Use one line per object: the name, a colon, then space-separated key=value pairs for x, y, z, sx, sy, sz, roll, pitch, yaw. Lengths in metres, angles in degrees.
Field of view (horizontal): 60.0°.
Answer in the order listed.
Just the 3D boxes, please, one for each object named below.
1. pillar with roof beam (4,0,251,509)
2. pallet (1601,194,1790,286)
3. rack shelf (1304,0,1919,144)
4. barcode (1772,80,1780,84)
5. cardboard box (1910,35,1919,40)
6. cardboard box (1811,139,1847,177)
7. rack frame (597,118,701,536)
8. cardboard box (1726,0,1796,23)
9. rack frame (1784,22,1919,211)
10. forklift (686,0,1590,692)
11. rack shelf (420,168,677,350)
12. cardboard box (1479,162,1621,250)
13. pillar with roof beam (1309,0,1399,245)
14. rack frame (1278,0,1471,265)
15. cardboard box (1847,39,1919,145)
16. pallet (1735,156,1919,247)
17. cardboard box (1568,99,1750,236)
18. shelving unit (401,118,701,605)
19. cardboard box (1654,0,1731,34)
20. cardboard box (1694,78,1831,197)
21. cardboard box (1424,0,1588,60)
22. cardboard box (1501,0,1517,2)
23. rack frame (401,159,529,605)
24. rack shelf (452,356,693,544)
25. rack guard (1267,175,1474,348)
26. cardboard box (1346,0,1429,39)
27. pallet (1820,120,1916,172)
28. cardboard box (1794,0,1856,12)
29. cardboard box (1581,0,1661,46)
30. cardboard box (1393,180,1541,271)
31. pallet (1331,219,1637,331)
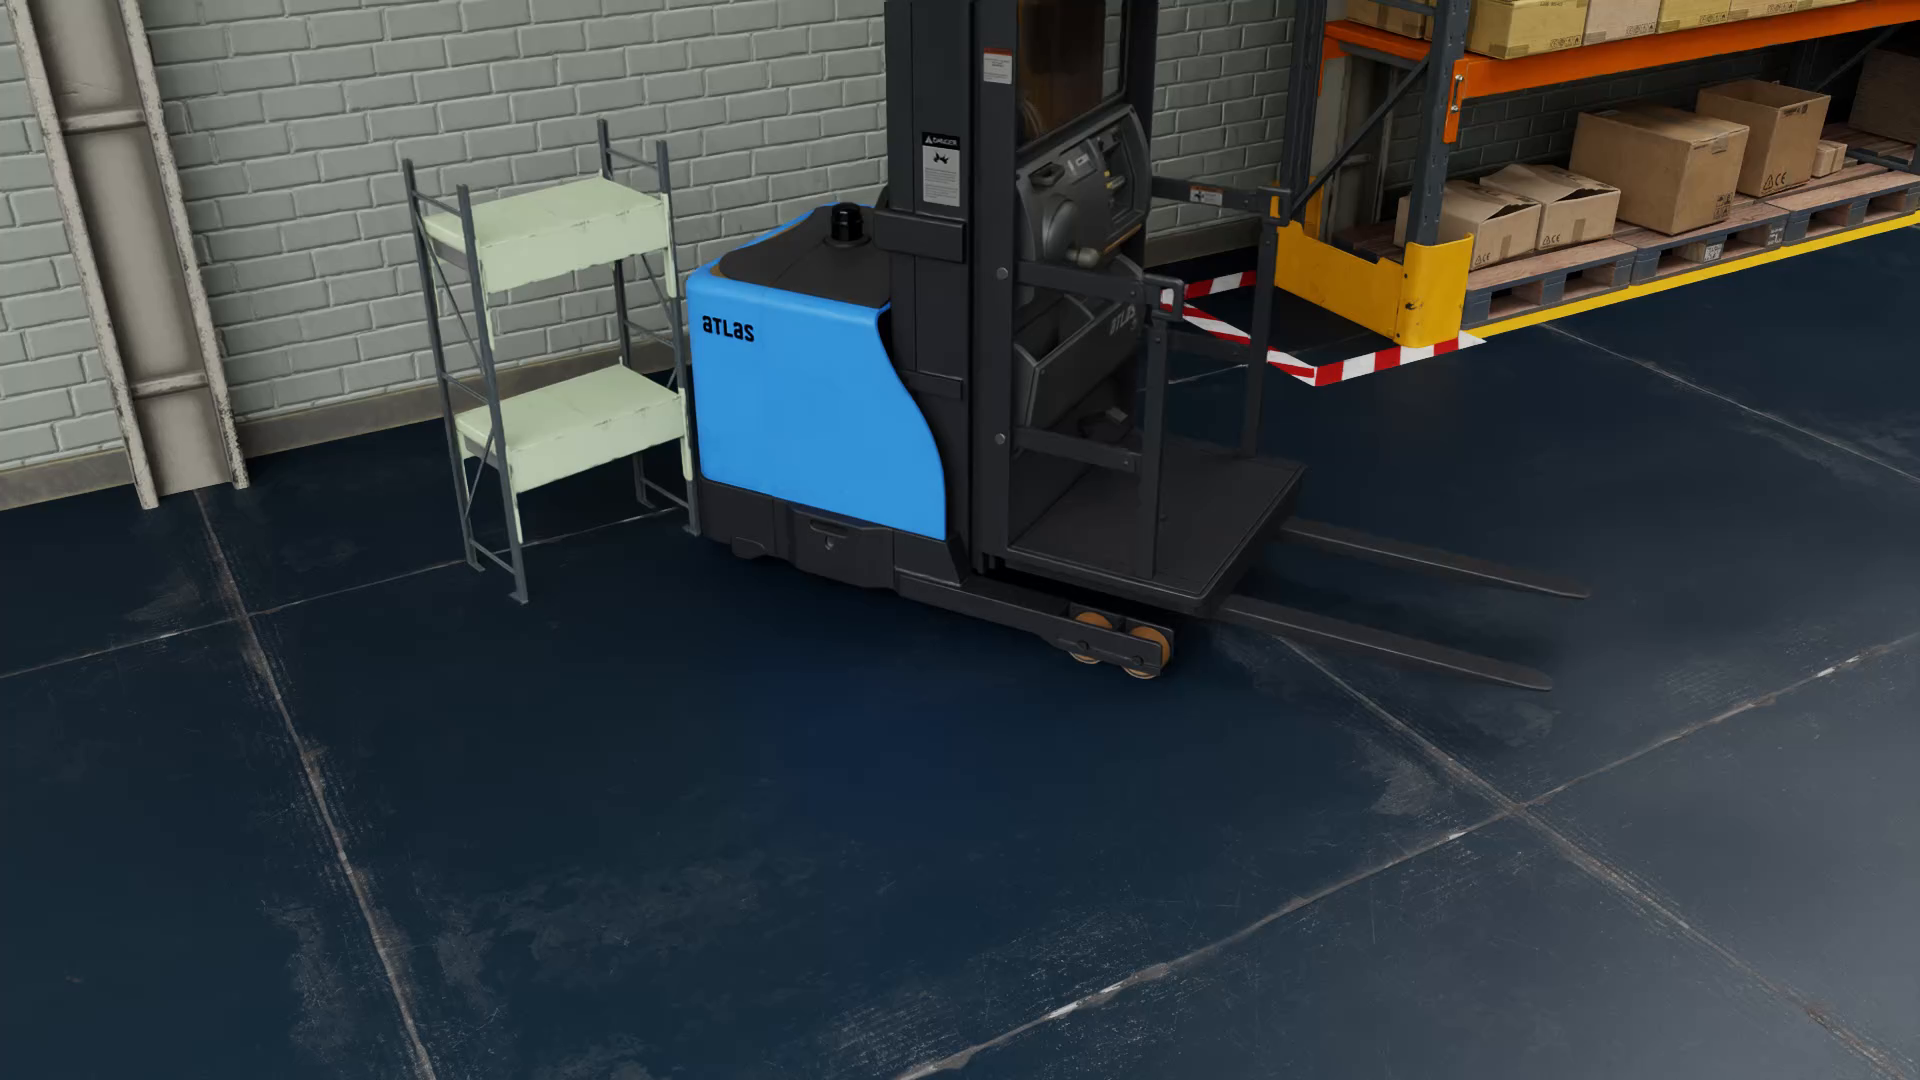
pillar with roof beam: x=-0.899 y=-2.376 z=1.243 sx=0.400 sy=9.000 sz=9.100 roll=-16 pitch=33 yaw=-26
pallet: x=3.762 y=-1.759 z=9.219 sx=1.213 sy=0.211 sz=1.003 roll=-16 pitch=33 yaw=-26
rack shelf: x=3.652 y=-2.655 z=8.701 sx=4.000 sy=0.370 sz=1.077 roll=-16 pitch=33 yaw=-26
barcode: x=4.789 y=-2.666 z=9.776 sx=0.075 sy=0.075 sz=0.001 roll=-16 pitch=33 yaw=-26
cardboard box: x=6.423 y=-2.892 z=10.518 sx=0.500 sy=0.500 sz=0.700 roll=-17 pitch=33 yaw=-27
cardboard box: x=4.930 y=-2.268 z=9.732 sx=0.250 sy=0.166 sz=0.380 roll=-21 pitch=35 yaw=-33
rack frame: x=-1.125 y=-0.745 z=6.047 sx=0.023 sy=1.500 sz=0.400 roll=-24 pitch=37 yaw=-37
cardboard box: x=3.829 y=-2.789 z=8.333 sx=0.500 sy=0.250 sz=0.500 roll=-16 pitch=32 yaw=-26
rack frame: x=5.376 y=-3.459 z=9.414 sx=0.127 sy=3.000 sz=1.000 roll=-16 pitch=33 yaw=-26
forklift: x=0.587 y=-1.124 z=5.253 sx=3.031 sy=2.935 sz=1.130 roll=14 pitch=32 yaw=24
rack shelf: x=-1.393 y=-0.966 z=5.641 sx=0.720 sy=0.370 sz=0.431 roll=-24 pitch=37 yaw=-37
cardboard box: x=3.061 y=-1.767 z=8.675 sx=0.500 sy=0.311 sz=0.500 roll=-13 pitch=31 yaw=-22
pillar with roof beam: x=4.274 y=-3.845 z=3.904 sx=0.400 sy=9.000 sz=9.100 roll=-16 pitch=33 yaw=-26
rack frame: x=1.928 y=-2.480 z=7.640 sx=0.127 sy=3.000 sz=1.000 roll=-16 pitch=33 yaw=-26
cardboard box: x=6.003 y=-2.745 z=10.251 sx=0.500 sy=0.500 sz=0.700 roll=-15 pitch=32 yaw=-25
pallet: x=4.815 y=-2.059 z=9.763 sx=1.213 sy=0.211 sz=1.003 roll=-16 pitch=33 yaw=-26
cardboard box: x=3.719 y=-2.009 z=8.917 sx=0.500 sy=0.500 sz=0.700 roll=-18 pitch=34 yaw=-29
shelving unit: x=-1.393 y=-0.624 z=5.829 sx=0.755 sy=1.500 sz=0.431 roll=-24 pitch=37 yaw=-37
cardboard box: x=3.392 y=-2.666 z=8.111 sx=0.500 sy=0.250 sz=0.500 roll=-16 pitch=33 yaw=-27
cardboard box: x=4.502 y=-2.287 z=9.421 sx=0.500 sy=0.500 sz=0.500 roll=-19 pitch=34 yaw=-30
cardboard box: x=2.509 y=-2.411 z=7.648 sx=0.500 sy=0.250 sz=0.500 roll=-17 pitch=33 yaw=-28
cardboard box: x=2.492 y=-2.743 z=7.475 sx=0.500 sy=0.500 sz=0.500 roll=-16 pitch=33 yaw=-26
rack frame: x=-1.661 y=-0.504 z=5.611 sx=0.023 sy=1.500 sz=0.400 roll=-24 pitch=37 yaw=-37
rack shelf: x=-1.393 y=-0.339 z=5.987 sx=0.720 sy=0.370 sz=0.431 roll=-24 pitch=37 yaw=-37
rack guard: x=1.993 y=-1.404 z=8.278 sx=0.348 sy=0.500 sz=1.175 roll=-16 pitch=33 yaw=-26
cardboard box: x=2.232 y=-2.619 z=8.025 sx=0.500 sy=0.250 sz=0.500 roll=-15 pitch=32 yaw=-26
pallet: x=6.047 y=-2.430 z=10.434 sx=1.213 sy=0.211 sz=1.003 roll=-16 pitch=33 yaw=-26
cardboard box: x=4.262 y=-2.912 z=8.557 sx=0.500 sy=0.250 sz=0.500 roll=-16 pitch=33 yaw=-27
cardboard box: x=2.950 y=-2.544 z=7.889 sx=0.500 sy=0.250 sz=0.500 roll=-17 pitch=33 yaw=-28
cardboard box: x=2.570 y=-1.628 z=8.422 sx=0.500 sy=0.311 sz=0.500 roll=-20 pitch=35 yaw=-32
pallet: x=2.712 y=-1.462 z=8.681 sx=1.213 sy=0.211 sz=1.003 roll=-16 pitch=33 yaw=-26
